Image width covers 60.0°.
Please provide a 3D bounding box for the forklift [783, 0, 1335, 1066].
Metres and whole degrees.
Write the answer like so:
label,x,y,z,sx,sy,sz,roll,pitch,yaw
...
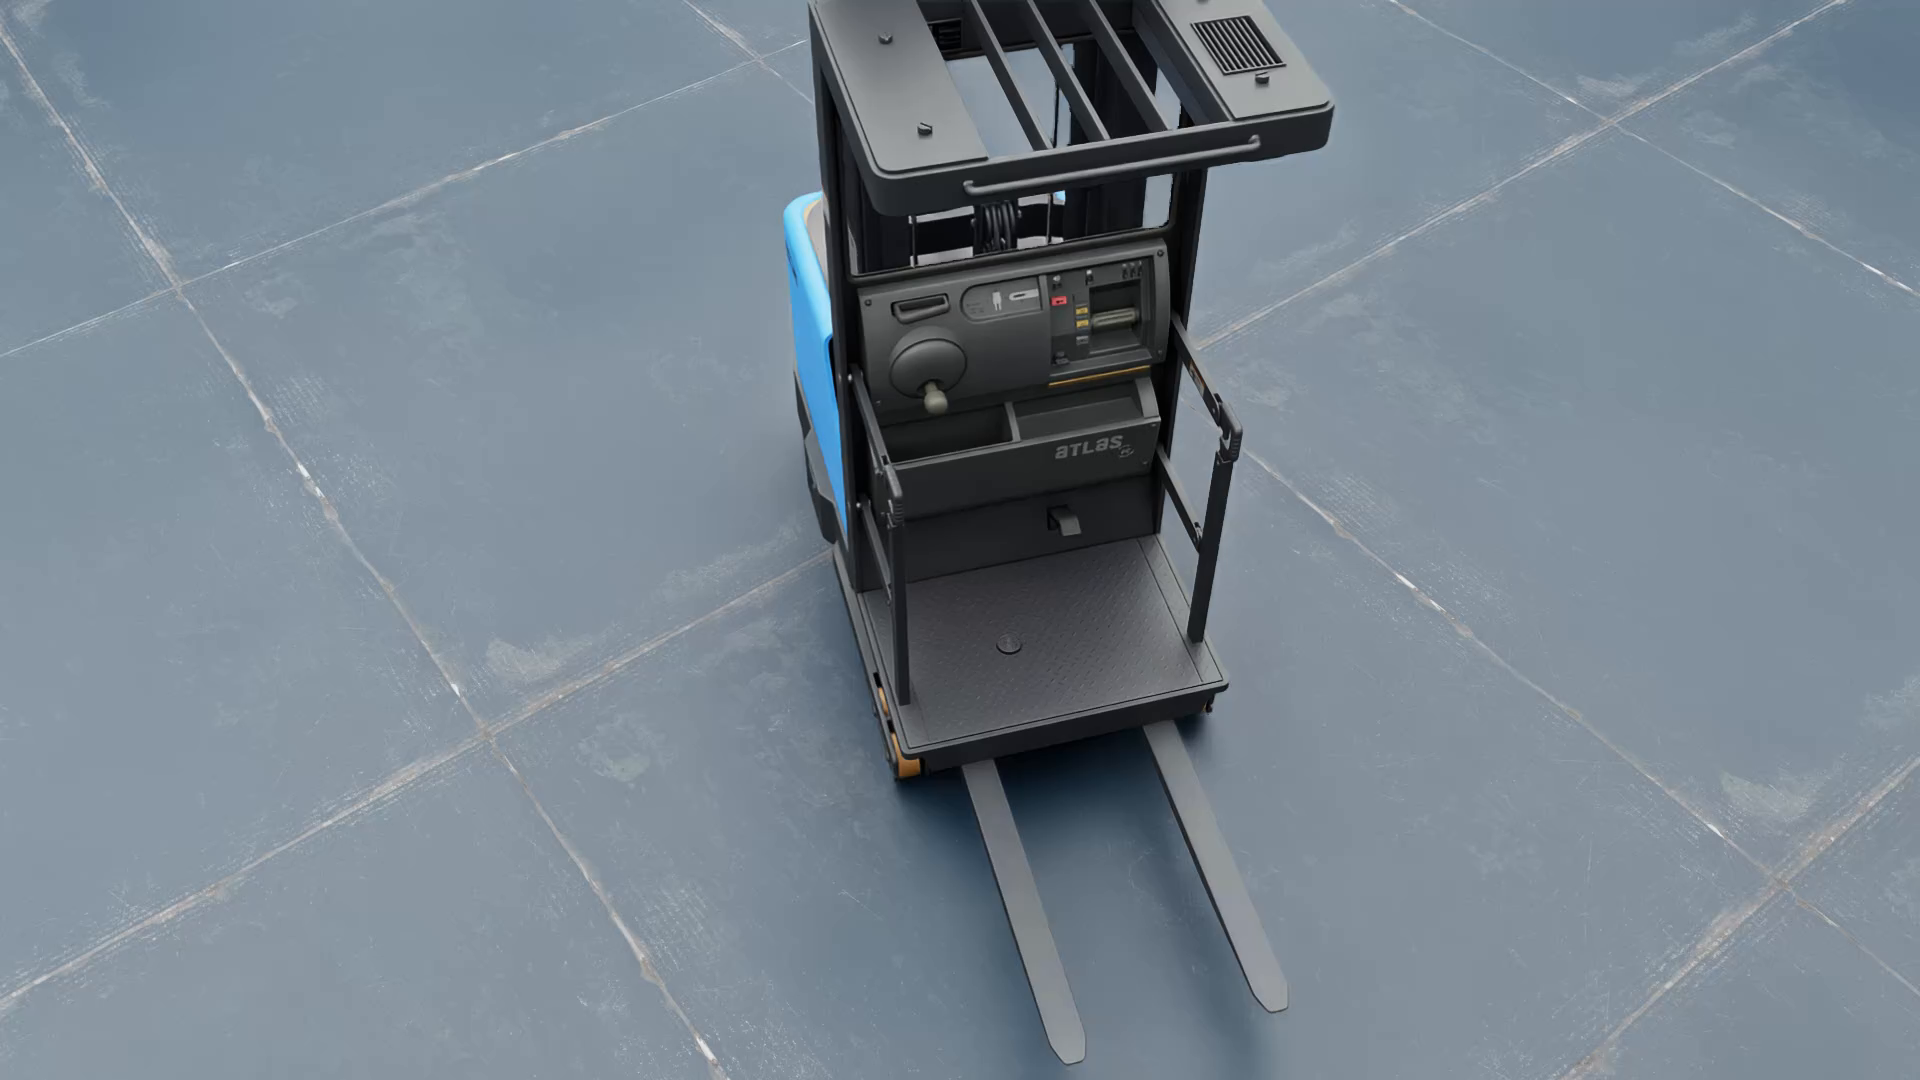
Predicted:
label,x,y,z,sx,sy,sz,roll,pitch,yaw
forklift,0.227,-0.521,4.744,1.130,2.935,3.031,-11,49,-10
